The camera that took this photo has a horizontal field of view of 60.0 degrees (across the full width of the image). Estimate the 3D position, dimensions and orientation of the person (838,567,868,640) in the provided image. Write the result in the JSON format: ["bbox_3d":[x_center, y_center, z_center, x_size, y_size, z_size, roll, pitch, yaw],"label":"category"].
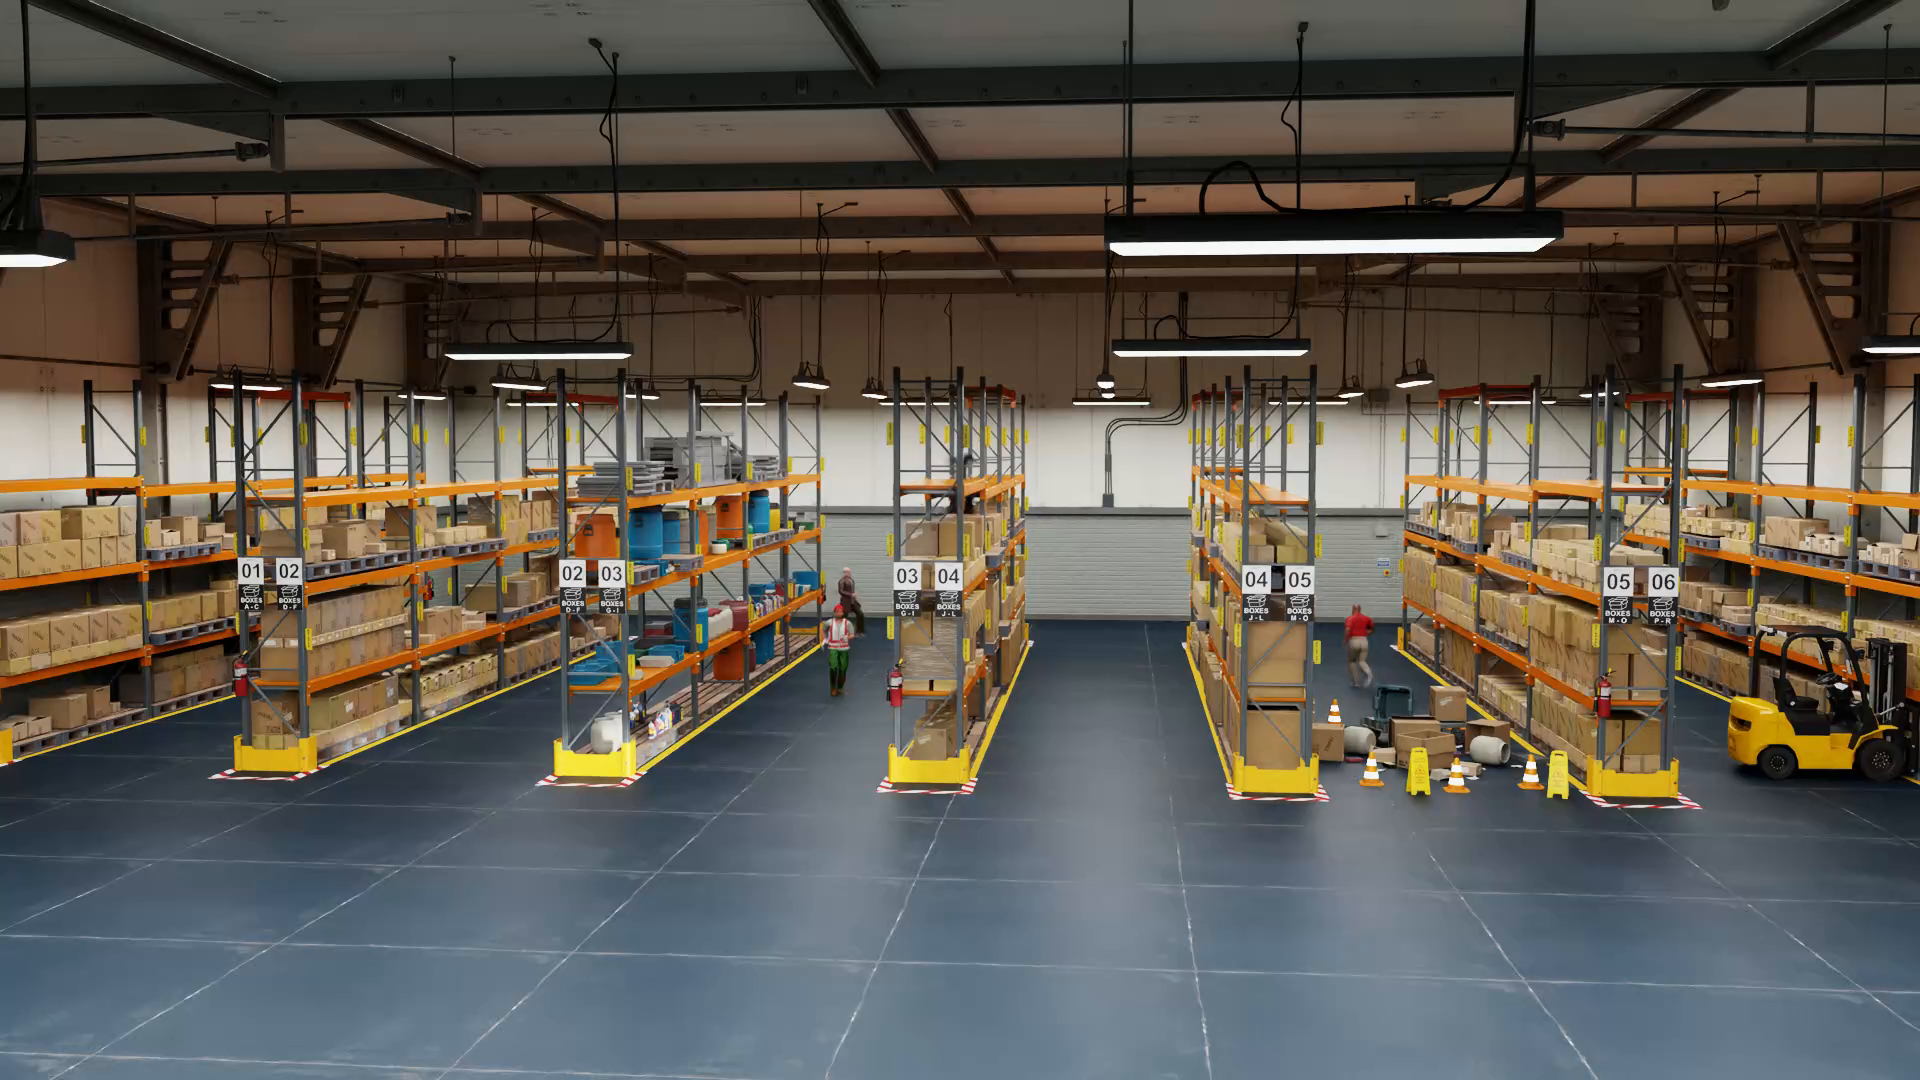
[{"bbox_3d":[-2.760,1.579,41.044,0.859,1.820,0.711,2,4,31],"label":"person"}]

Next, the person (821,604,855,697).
[{"bbox_3d":[-2.335,2.126,31.896,0.643,1.779,0.694,-1,4,-8],"label":"person"}]

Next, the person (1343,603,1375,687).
[{"bbox_3d":[7.989,2.114,33.230,0.658,1.677,0.750,-1,4,-8],"label":"person"}]
